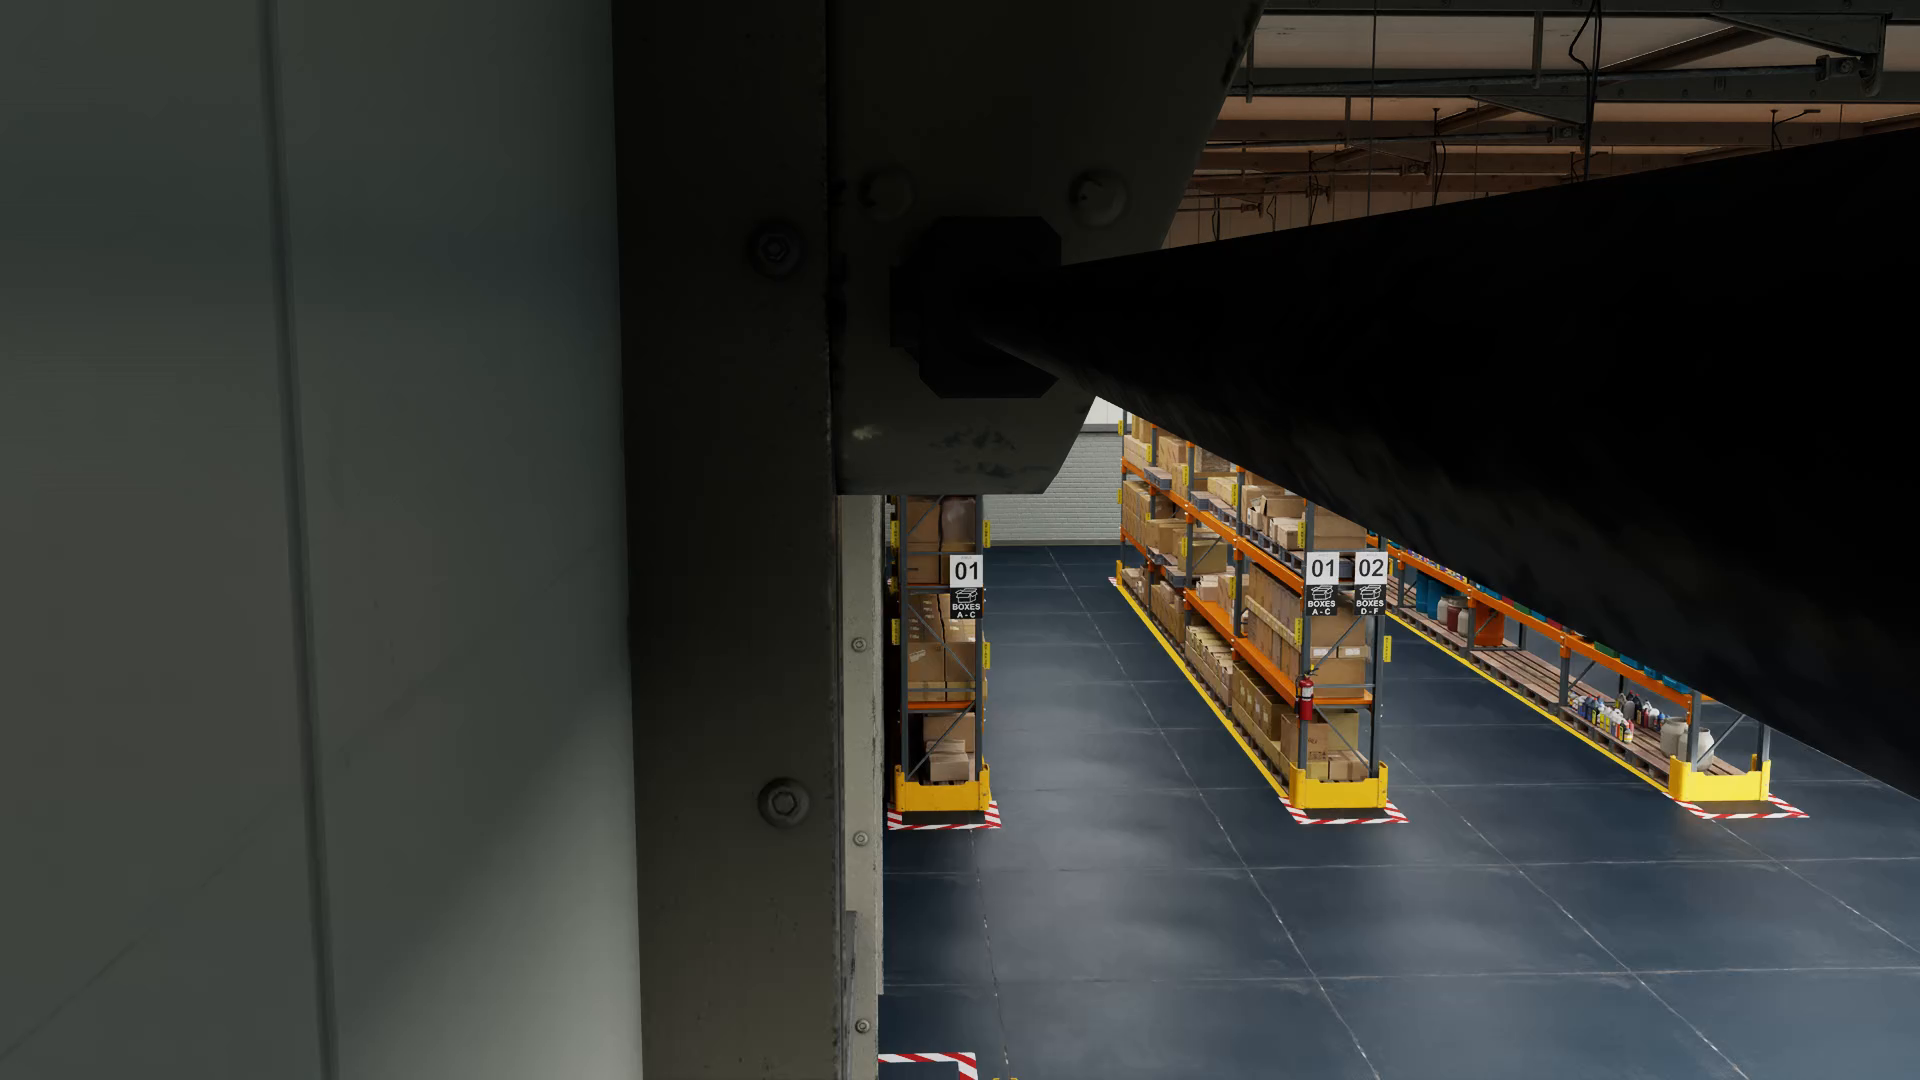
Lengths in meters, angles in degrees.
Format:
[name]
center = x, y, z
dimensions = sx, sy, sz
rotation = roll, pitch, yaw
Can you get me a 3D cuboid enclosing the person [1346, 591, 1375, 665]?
[person]
center = 6.960, 1.227, 28.806
dimensions = 0.643, 1.852, 0.819
rotation = -1, 9, -9
